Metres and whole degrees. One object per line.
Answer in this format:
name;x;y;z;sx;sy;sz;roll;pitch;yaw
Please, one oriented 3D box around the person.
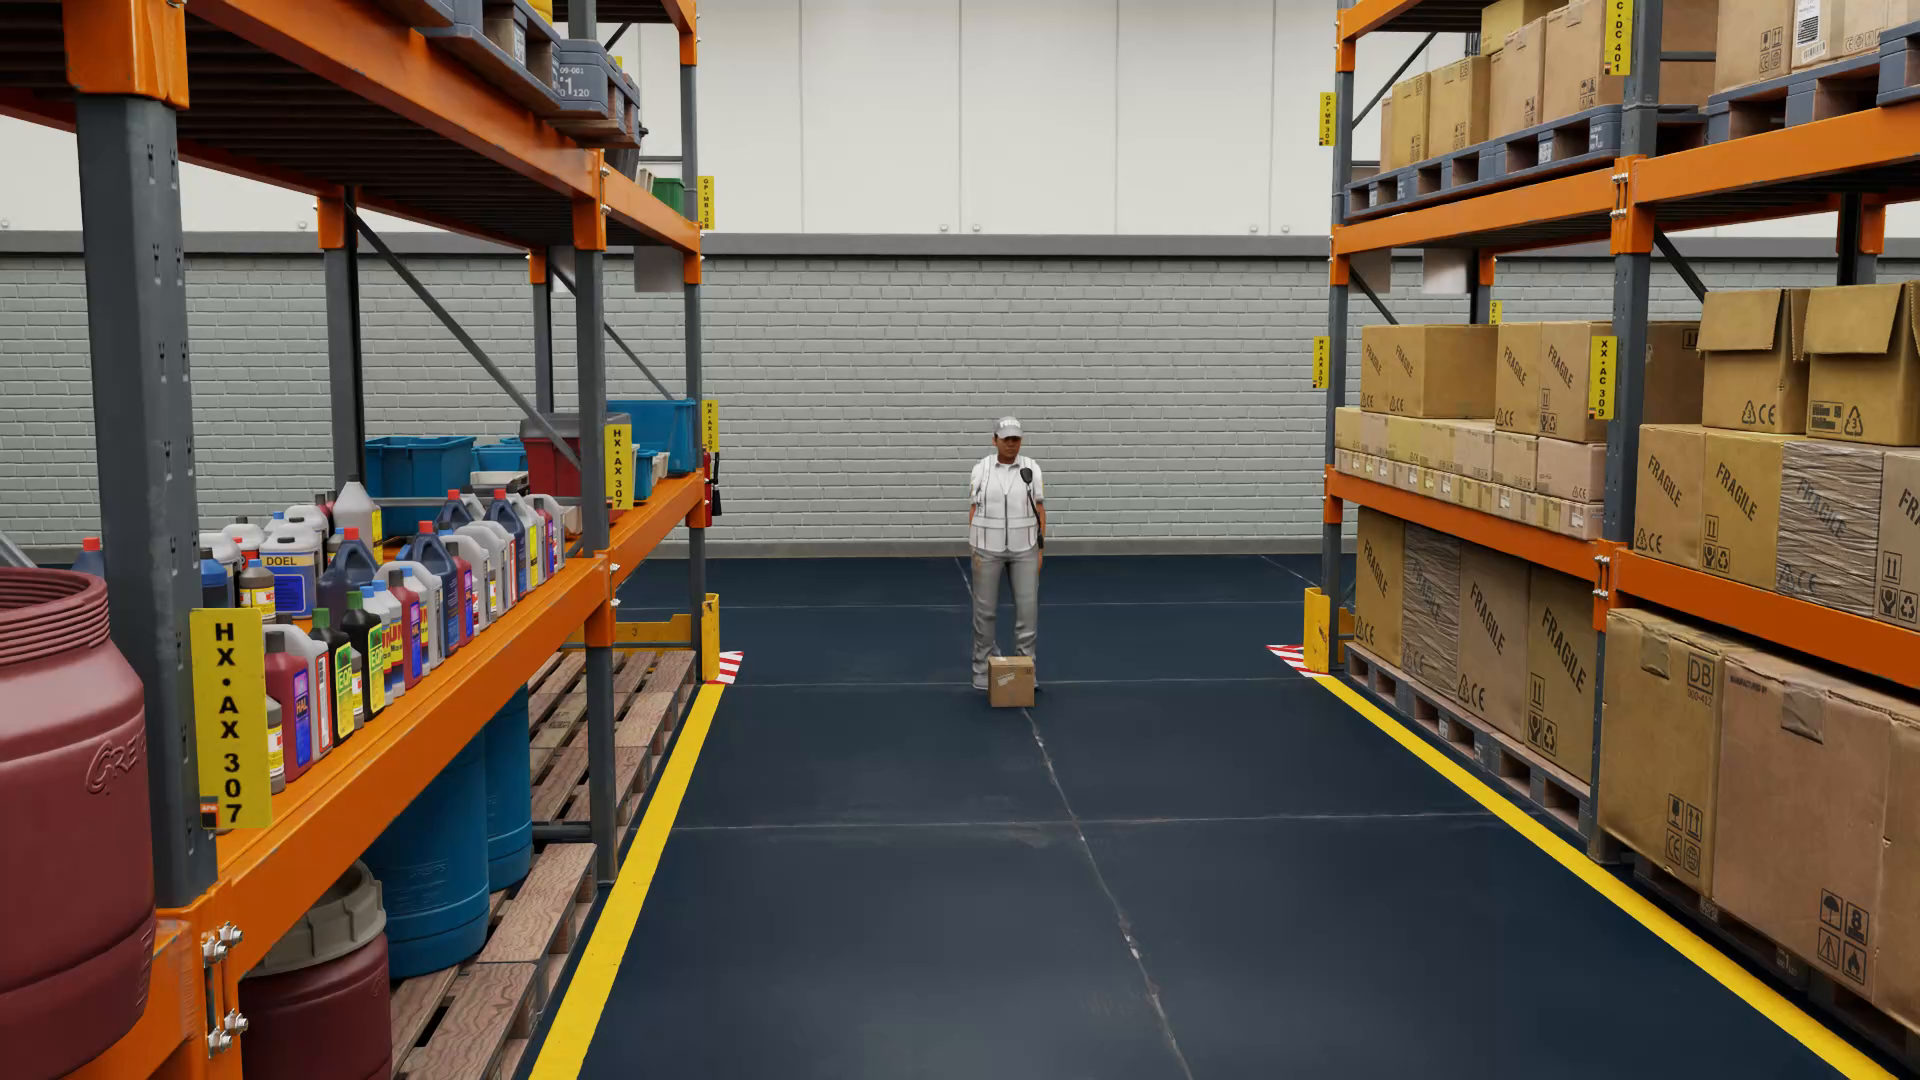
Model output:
person;0.291;0.082;10.127;0.467;1.665;0.390;0;7;-2
